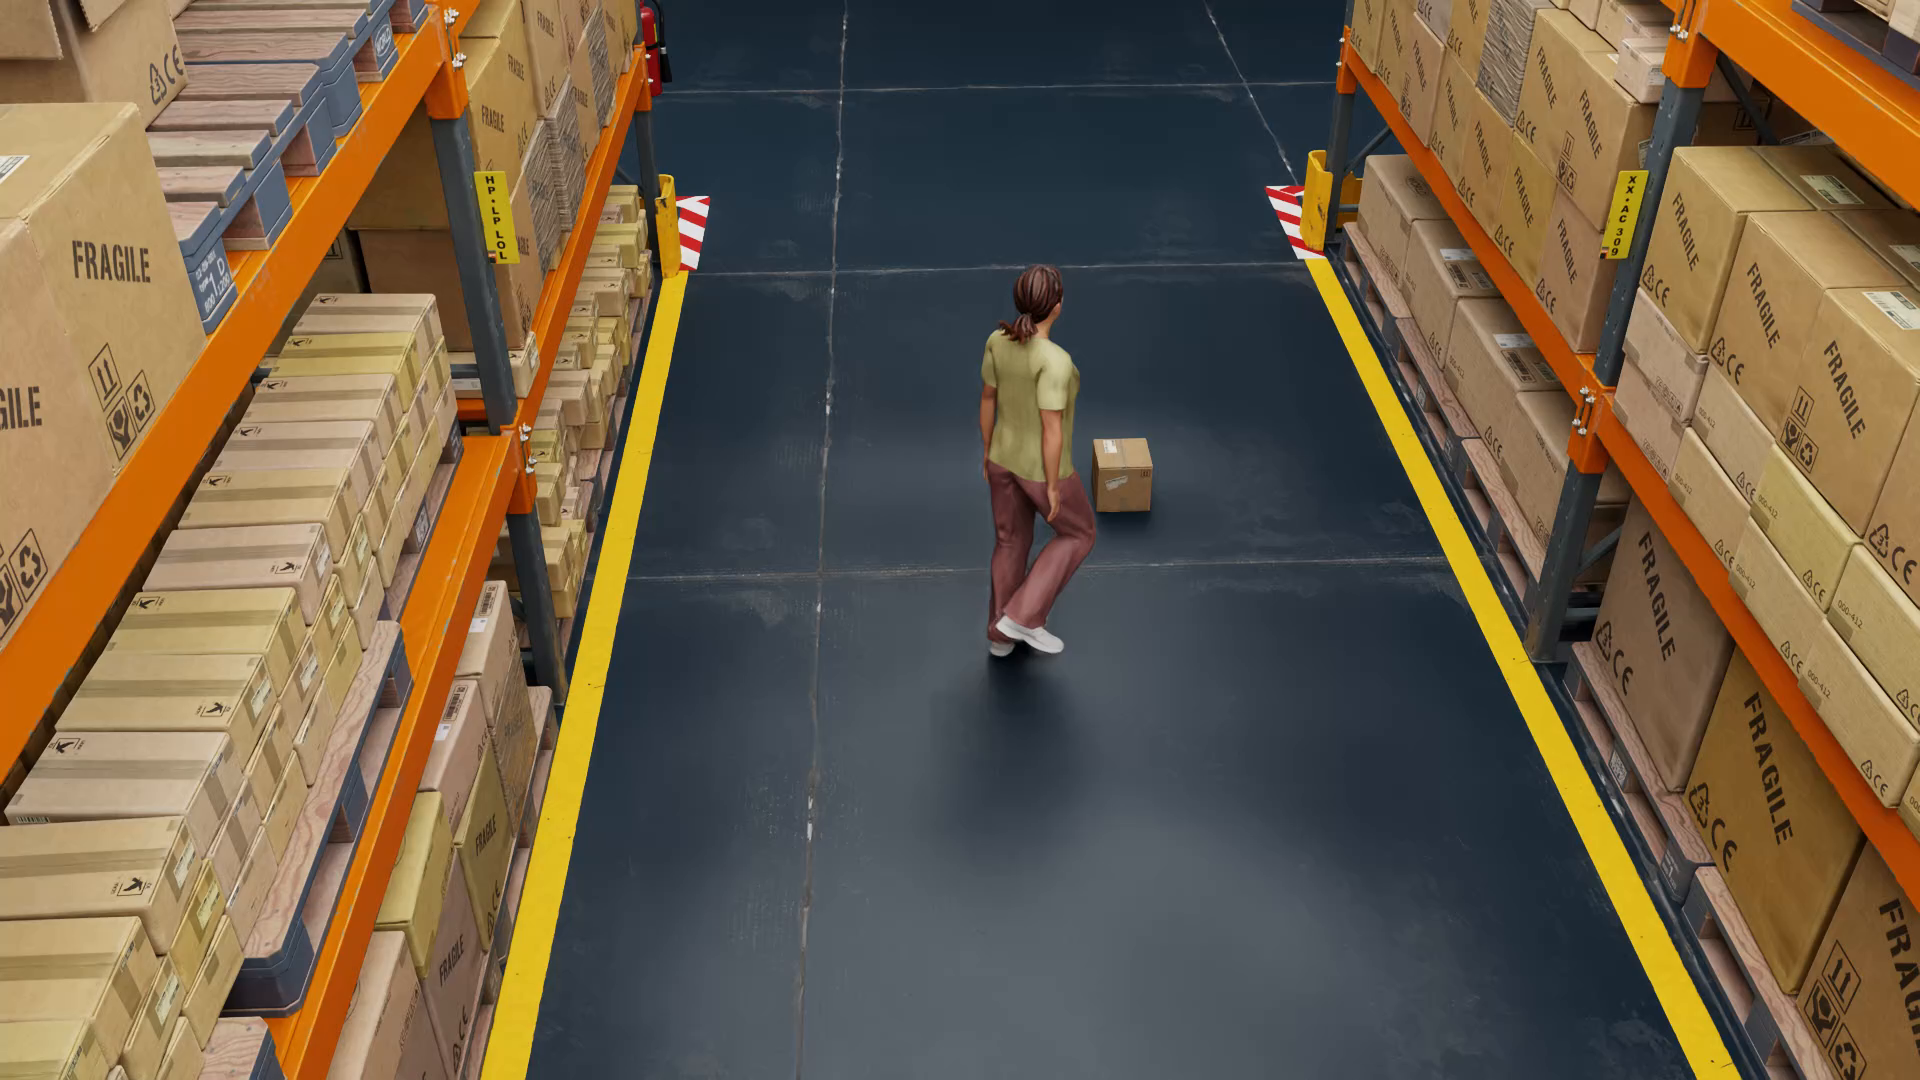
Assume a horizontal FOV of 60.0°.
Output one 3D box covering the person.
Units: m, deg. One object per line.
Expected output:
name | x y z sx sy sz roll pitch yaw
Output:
person | 0.261 -0.275 6.518 0.496 1.660 0.465 29 44 34
